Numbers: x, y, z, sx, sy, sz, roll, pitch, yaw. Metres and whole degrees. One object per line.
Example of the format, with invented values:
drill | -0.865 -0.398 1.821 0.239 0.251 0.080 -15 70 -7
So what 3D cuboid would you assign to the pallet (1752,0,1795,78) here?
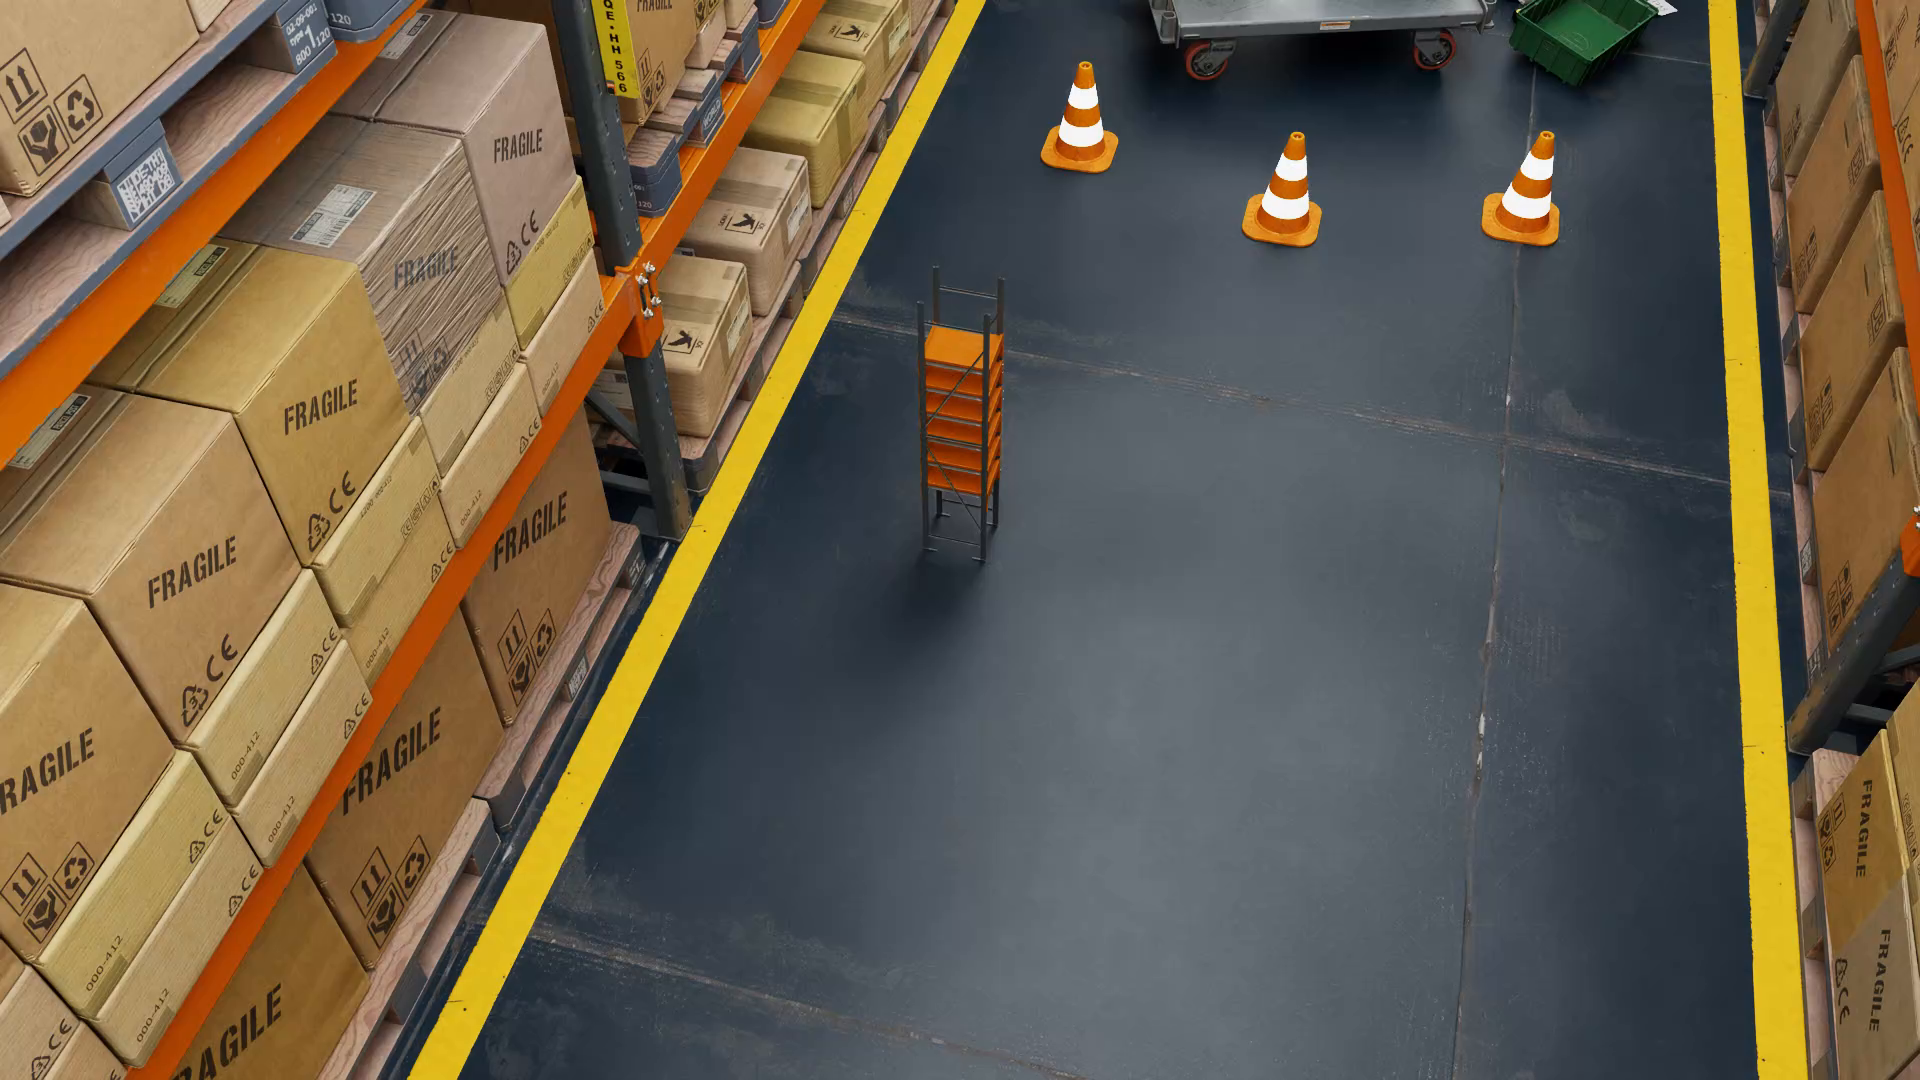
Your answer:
pallet | 4.620 -2.723 8.512 1.003 0.211 1.213 12 50 10

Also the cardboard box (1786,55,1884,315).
cardboard box | 4.010 -1.341 6.654 1.050 0.750 0.750 12 50 10

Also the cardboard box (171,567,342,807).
cardboard box | -1.775 0.285 3.764 0.500 0.250 0.500 10 49 9

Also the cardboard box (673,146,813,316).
cardboard box | -1.165 -1.333 6.898 0.950 0.372 0.625 11 49 9

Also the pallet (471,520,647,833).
pallet | -1.790 0.357 5.794 1.003 0.211 1.213 12 50 10

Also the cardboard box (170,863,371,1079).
cardboard box | -2.247 1.217 4.312 0.875 0.875 0.875 13 50 11

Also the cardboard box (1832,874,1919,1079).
cardboard box | 2.731 1.296 4.492 0.500 0.500 0.500 12 50 10

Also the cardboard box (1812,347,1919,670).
cardboard box | 3.539 -0.035 5.500 1.050 0.750 0.750 11 49 10

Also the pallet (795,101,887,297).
pallet | -0.980 -1.643 7.559 1.003 0.211 1.213 12 50 10

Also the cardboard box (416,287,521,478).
cardboard box | -1.524 -0.465 4.426 0.500 0.250 0.500 10 49 9

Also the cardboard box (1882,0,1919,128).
cardboard box | 3.546 -1.723 5.703 0.500 0.500 0.500 12 50 11

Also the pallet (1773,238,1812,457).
pallet | 3.895 -0.730 6.753 1.003 0.211 1.213 12 50 10

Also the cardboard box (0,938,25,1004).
cardboard box | -2.063 0.773 2.833 0.500 0.500 0.500 11 50 10

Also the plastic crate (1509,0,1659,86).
plastic crate | 3.126 -2.583 8.367 0.662 0.188 0.450 -37 68 -28

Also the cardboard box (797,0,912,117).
cardboard box | -0.779 -2.383 7.825 0.950 0.372 0.625 14 50 12

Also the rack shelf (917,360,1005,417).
rack shelf | 0.004 -0.537 5.663 0.258 0.103 0.180 12 50 10

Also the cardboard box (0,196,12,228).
cardboard box | -1.744 -0.567 2.559 0.396 0.266 0.258 15 50 13

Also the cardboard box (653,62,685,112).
cardboard box | -1.139 -1.573 5.525 0.380 0.149 0.250 9 49 8

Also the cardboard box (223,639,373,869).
cardboard box | -1.767 0.454 3.949 0.500 0.250 0.500 11 49 9

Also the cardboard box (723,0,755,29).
cardboard box | -0.930 -1.957 5.864 0.380 0.149 0.250 12 50 10

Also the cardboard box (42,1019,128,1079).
cardboard box | -2.058 1.181 3.307 0.500 0.250 0.500 10 49 9

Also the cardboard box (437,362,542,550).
cardboard box | -1.512 -0.282 4.598 0.500 0.250 0.500 12 50 11

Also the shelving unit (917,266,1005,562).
shelving unit | 0.004 -0.407 5.809 0.258 1.200 0.189 12 50 10

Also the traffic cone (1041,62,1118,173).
traffic cone | 0.567 -2.002 7.708 0.336 0.463 0.334 12 50 10

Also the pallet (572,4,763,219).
pallet | -1.425 -1.594 5.784 1.213 0.211 1.003 12 50 10

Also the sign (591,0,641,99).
sign | -0.974 -1.397 4.710 0.100 0.325 0.005 12 50 10

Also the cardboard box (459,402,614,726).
cardboard box | -1.772 -0.074 5.452 0.875 0.875 0.875 11 50 10

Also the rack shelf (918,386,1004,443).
rack shelf | 0.004 -0.457 5.753 0.258 0.103 0.180 12 50 10

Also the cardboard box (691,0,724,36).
cardboard box | -1.038 -2.050 5.513 0.500 0.500 0.500 14 50 12

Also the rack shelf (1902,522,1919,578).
rack shelf | 2.765 1.467 3.434 1.077 0.370 4.000 12 50 10

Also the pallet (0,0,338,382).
pallet | -1.920 -0.766 3.050 1.003 0.211 1.213 14 50 12

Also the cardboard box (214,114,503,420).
cardboard box | -1.521 -0.687 4.122 0.500 0.500 0.500 12 50 11

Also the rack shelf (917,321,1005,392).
rack shelf | 0.004 -0.616 5.573 0.258 0.103 0.180 12 50 10

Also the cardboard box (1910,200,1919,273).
cardboard box | 3.284 -0.990 5.056 0.500 0.500 0.500 12 50 10

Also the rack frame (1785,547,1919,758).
rack frame | 3.292 -0.217 4.441 1.000 3.000 0.127 12 50 10

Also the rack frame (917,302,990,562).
rack frame | -0.020 -0.341 5.751 0.240 1.200 0.006 12 50 10

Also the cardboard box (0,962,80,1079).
cardboard box | -2.065 1.011 3.124 0.500 0.250 0.500 12 50 11

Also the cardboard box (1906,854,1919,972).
cardboard box | 2.743 1.040 4.218 0.500 0.250 0.500 11 49 10

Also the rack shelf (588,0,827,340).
rack shelf | -0.984 -2.330 6.785 1.077 0.370 4.000 12 50 10

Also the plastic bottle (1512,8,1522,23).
plastic bottle | 2.961 -2.636 8.536 0.133 0.061 0.283 -11 50 -10

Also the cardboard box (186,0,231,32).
cardboard box | -1.535 -1.143 3.067 0.396 0.266 0.258 10 49 9

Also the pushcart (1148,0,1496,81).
pushcart | 1.755 -2.733 8.410 1.648 0.377 0.936 -4 49 -3

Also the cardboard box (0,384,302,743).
cardboard box | -1.798 0.036 3.484 0.500 0.500 0.500 11 49 9

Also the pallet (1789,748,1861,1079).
pallet | 3.085 1.270 4.988 1.003 0.211 1.213 12 50 10
